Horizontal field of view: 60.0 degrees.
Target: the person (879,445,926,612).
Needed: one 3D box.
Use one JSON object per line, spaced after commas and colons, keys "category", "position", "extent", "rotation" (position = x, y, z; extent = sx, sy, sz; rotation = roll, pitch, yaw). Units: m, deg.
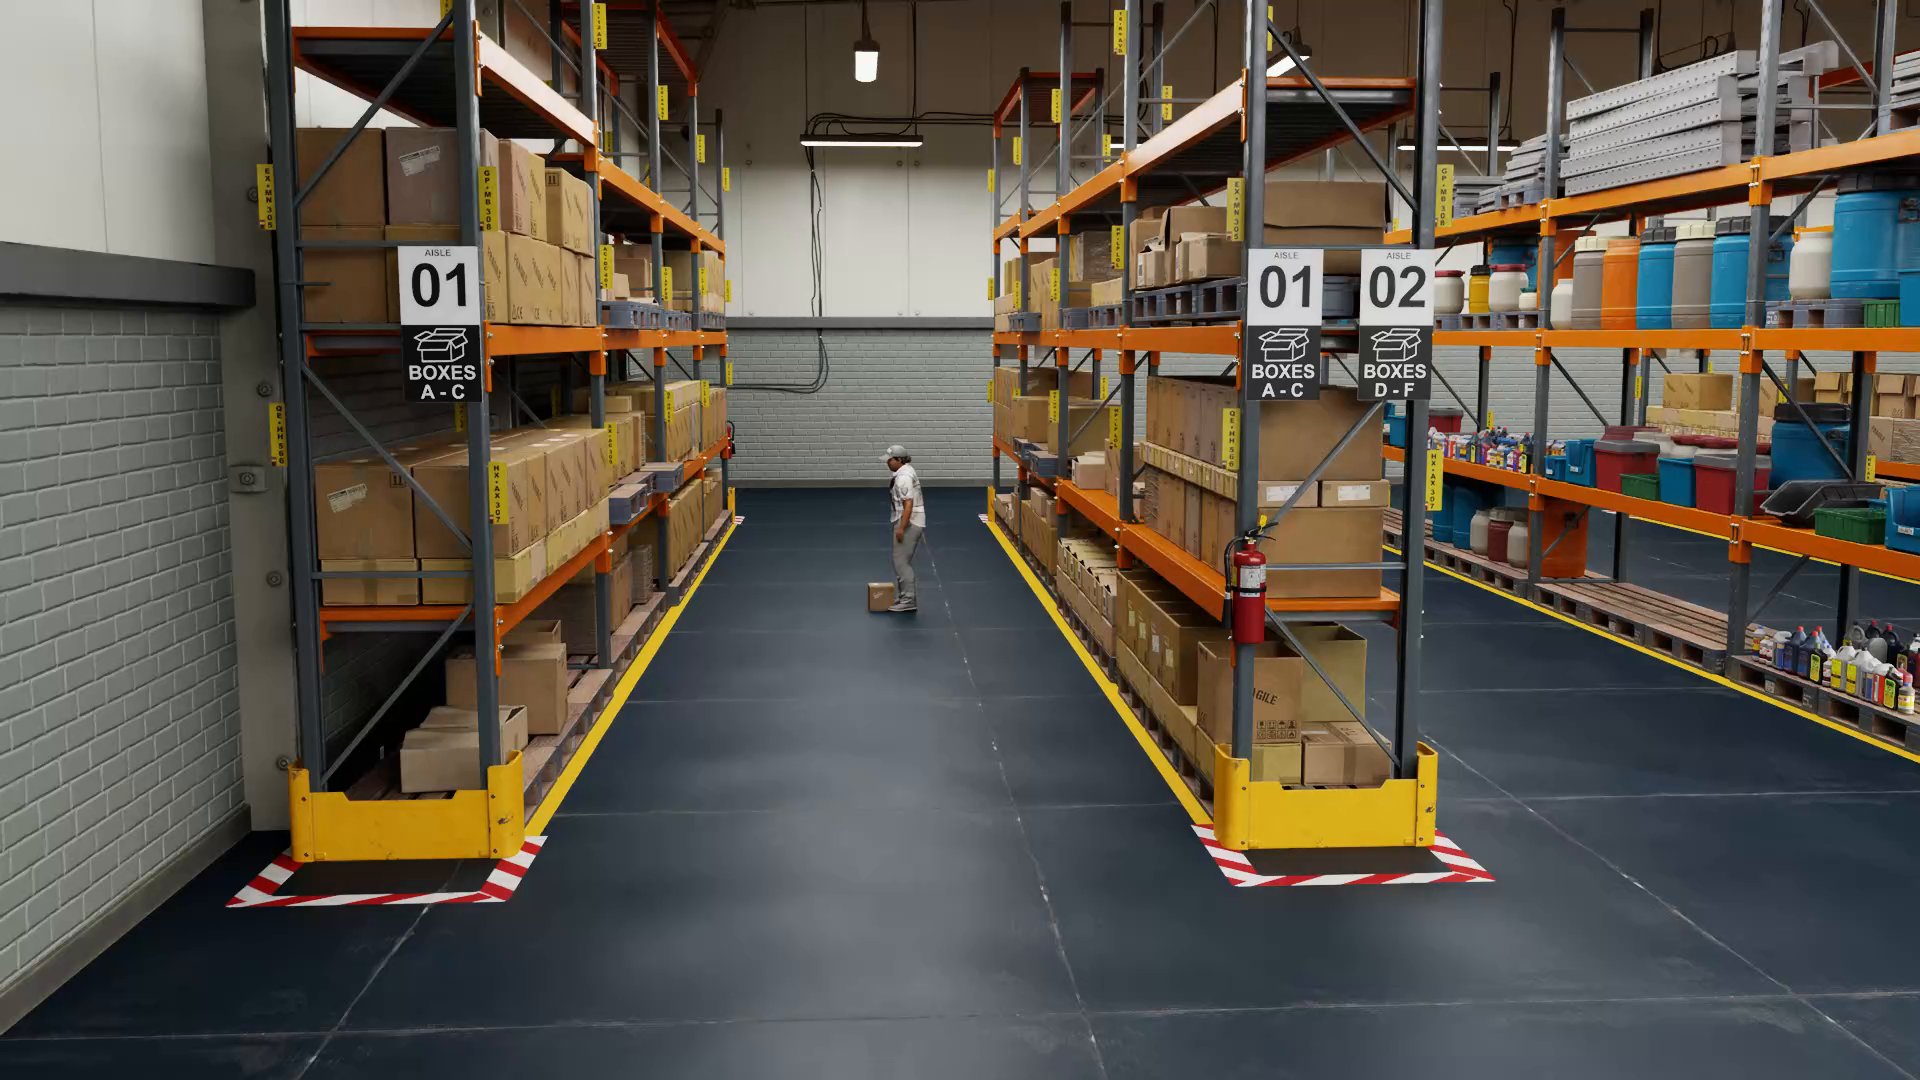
{"category": "person", "position": [-0.579, -0.129, 16.779], "extent": [0.465, 1.666, 0.538], "rotation": [0, 7, -3]}
